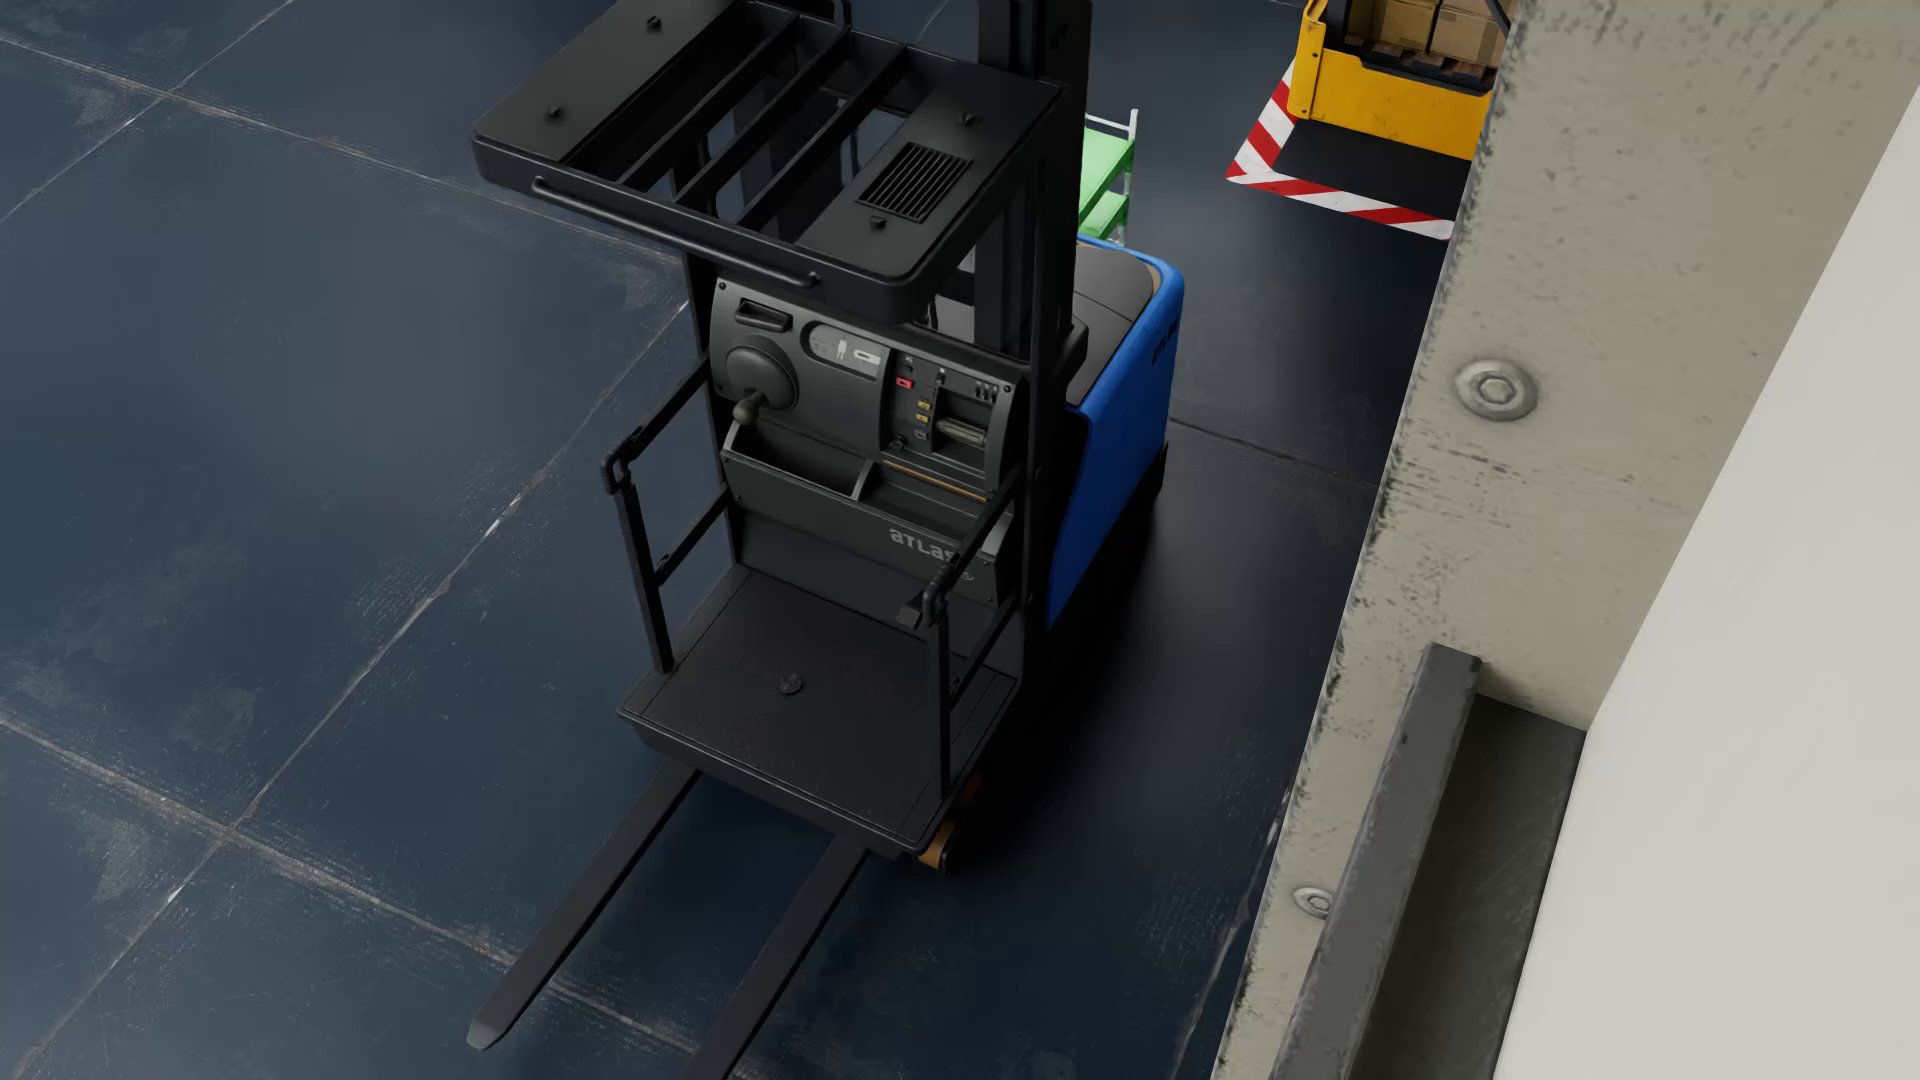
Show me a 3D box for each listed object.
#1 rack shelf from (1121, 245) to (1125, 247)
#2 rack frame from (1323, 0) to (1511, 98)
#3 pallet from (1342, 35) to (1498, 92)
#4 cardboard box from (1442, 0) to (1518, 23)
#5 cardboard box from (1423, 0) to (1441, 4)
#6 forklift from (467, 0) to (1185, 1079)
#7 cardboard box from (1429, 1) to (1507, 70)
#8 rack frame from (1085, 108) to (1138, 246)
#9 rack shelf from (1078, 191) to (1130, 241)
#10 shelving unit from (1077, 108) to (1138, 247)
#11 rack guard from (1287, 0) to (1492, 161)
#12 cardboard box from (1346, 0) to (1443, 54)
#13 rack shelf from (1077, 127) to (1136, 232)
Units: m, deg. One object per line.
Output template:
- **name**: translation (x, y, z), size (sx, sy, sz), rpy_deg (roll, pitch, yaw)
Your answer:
- **rack shelf**: translation (0.397, -0.936, 6.172), size (0.258, 0.148, 0.480), rpy_deg (22, 53, 17)
- **rack frame**: translation (2.123, -2.914, 6.589), size (1.000, 3.000, 0.127), rpy_deg (20, 52, 16)
- **pallet**: translation (2.412, -2.551, 8.111), size (1.003, 0.211, 1.213), rpy_deg (20, 52, 16)
- **cardboard box**: translation (2.512, -2.577, 7.504), size (0.500, 0.250, 0.500), rpy_deg (21, 53, 17)
- **cardboard box**: translation (2.049, -2.758, 7.658), size (0.500, 0.250, 0.500), rpy_deg (19, 52, 16)
- **forklift**: translation (-0.375, -0.321, 4.428), size (1.130, 2.935, 3.031), rpy_deg (22, 53, 17)
- **cardboard box**: translation (2.510, -2.434, 7.710), size (0.500, 0.250, 0.500), rpy_deg (20, 52, 16)
- **rack frame**: translation (0.509, -1.142, 6.263), size (0.240, 1.200, 0.015), rpy_deg (22, 53, 17)
- **rack shelf**: translation (0.397, -1.092, 5.989), size (0.258, 0.148, 0.480), rpy_deg (22, 53, 17)
- **shelving unit**: translation (0.397, -0.977, 6.123), size (0.258, 1.200, 0.503), rpy_deg (22, 53, 17)
- **rack guard**: translation (2.113, -2.087, 7.527), size (1.175, 0.500, 0.348), rpy_deg (20, 52, 16)
- **cardboard box**: translation (2.039, -2.585, 7.839), size (0.500, 0.250, 0.500), rpy_deg (20, 53, 16)
- **rack shelf**: translation (0.397, -1.247, 5.806), size (0.258, 0.148, 0.480), rpy_deg (22, 53, 17)
